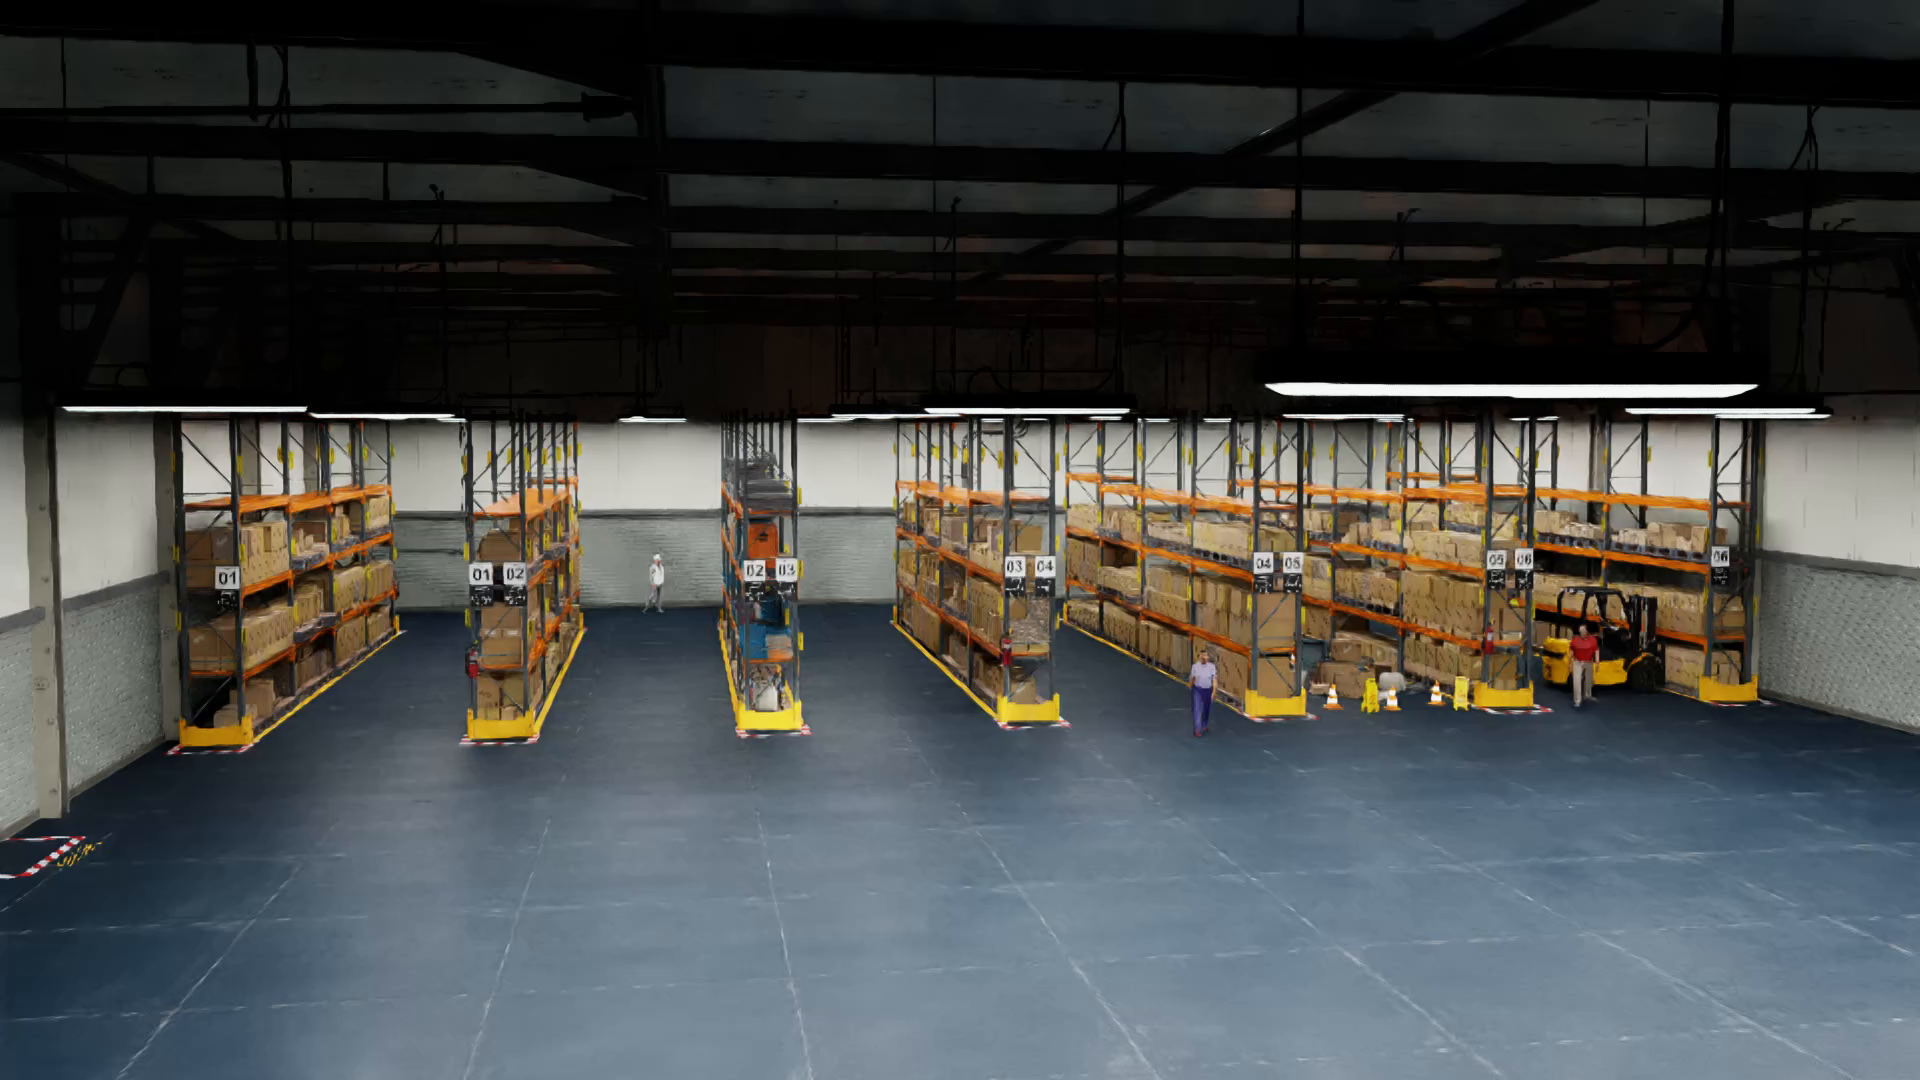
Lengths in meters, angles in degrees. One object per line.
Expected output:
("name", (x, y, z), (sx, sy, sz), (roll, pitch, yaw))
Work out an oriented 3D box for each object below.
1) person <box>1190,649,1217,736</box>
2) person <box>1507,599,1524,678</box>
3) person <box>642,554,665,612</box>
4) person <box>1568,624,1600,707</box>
("person", (4.478, 2.788, 30.560), (0.477, 1.580, 1.002), (0, 4, 0))
("person", (12.466, 2.204, 37.598), (0.580, 1.763, 0.673), (2, 4, 21))
("person", (-9.333, 1.318, 50.574), (0.479, 1.768, 0.709), (3, 5, 37))
("person", (12.685, 2.525, 33.808), (0.605, 1.677, 0.983), (1, 4, 17))
